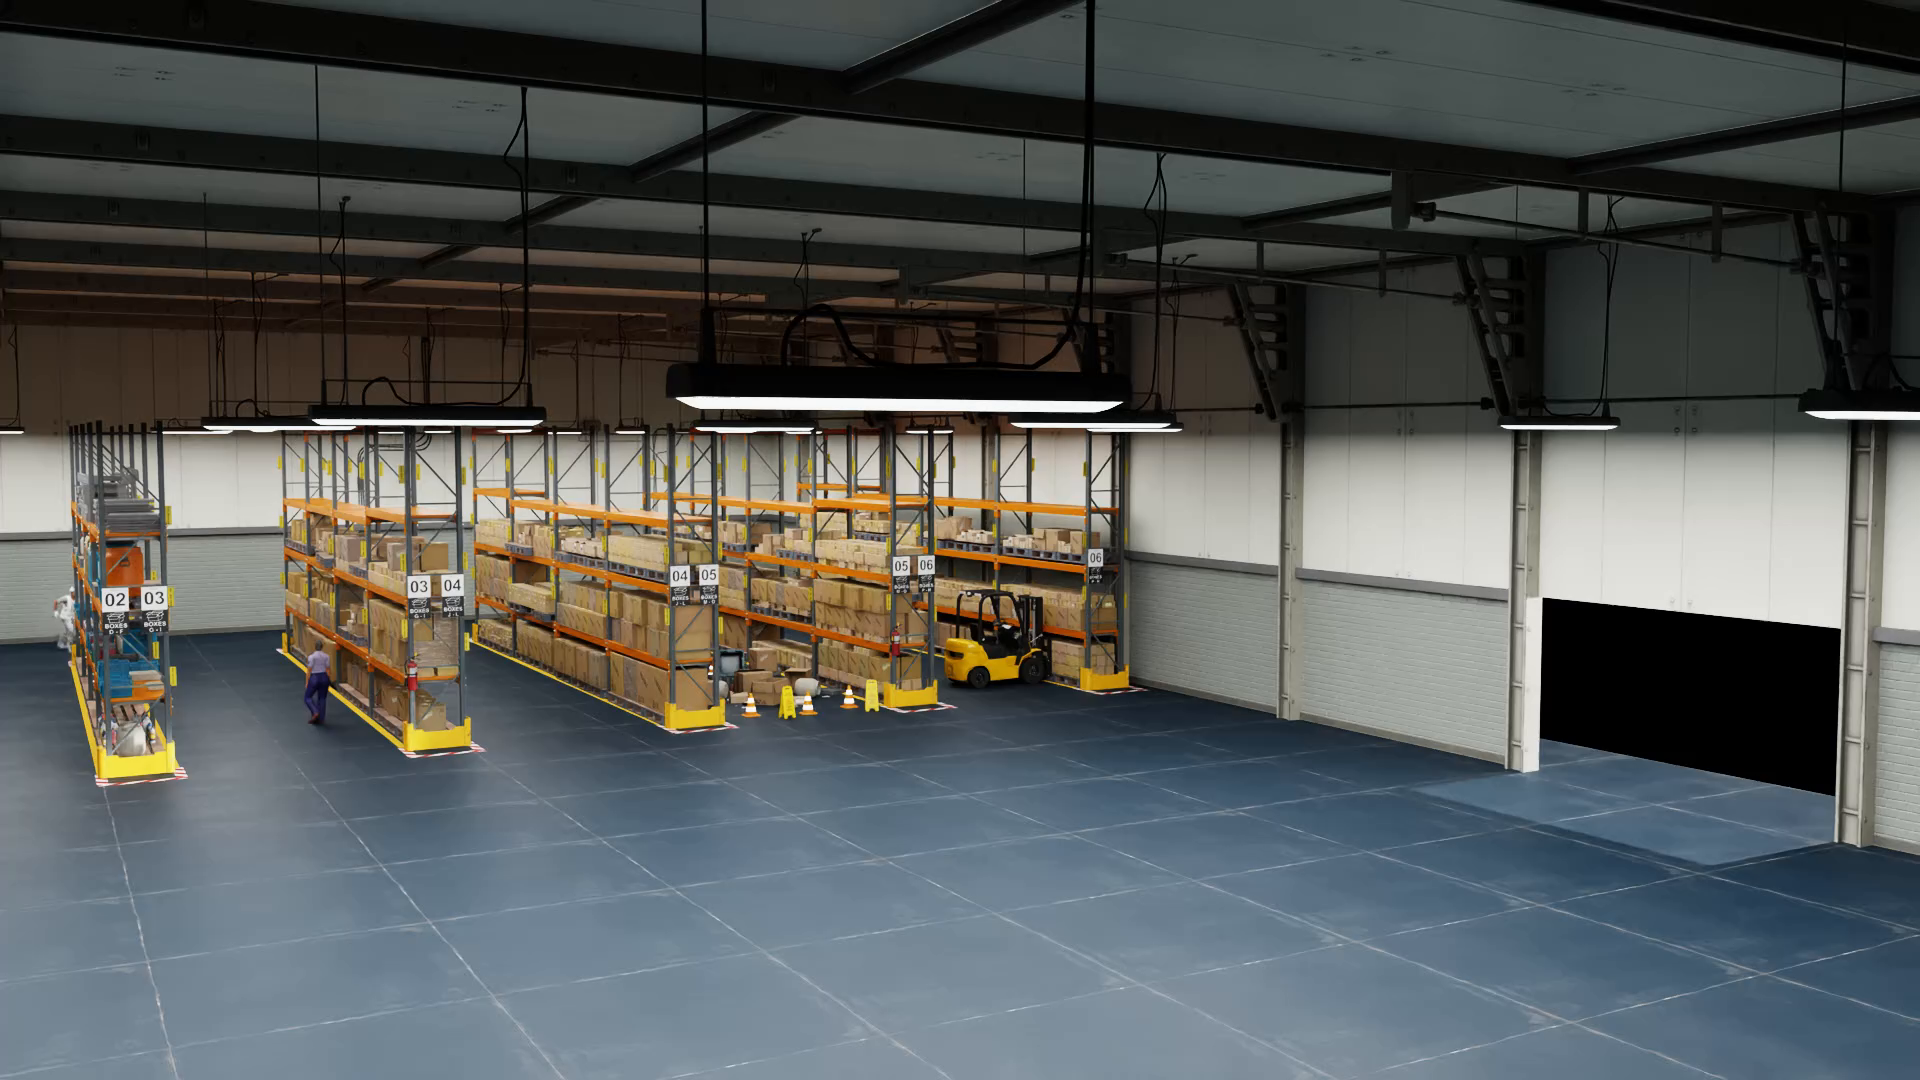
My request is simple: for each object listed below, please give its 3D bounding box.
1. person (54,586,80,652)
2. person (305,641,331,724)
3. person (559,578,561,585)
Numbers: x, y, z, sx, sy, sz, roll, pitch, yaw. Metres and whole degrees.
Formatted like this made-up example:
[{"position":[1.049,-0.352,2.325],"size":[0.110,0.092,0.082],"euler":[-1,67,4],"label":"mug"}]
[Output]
[{"position":[-23.871,2.109,44.535],"size":[0.996,1.753,0.745],"euler":[1,4,19],"label":"person"},{"position":[-12.825,2.848,33.246],"size":[0.514,1.633,0.473],"euler":[-3,5,-43],"label":"person"},{"position":[-11.453,1.925,47.340],"size":[0.641,1.745,0.689],"euler":[-2,4,-29],"label":"person"}]
